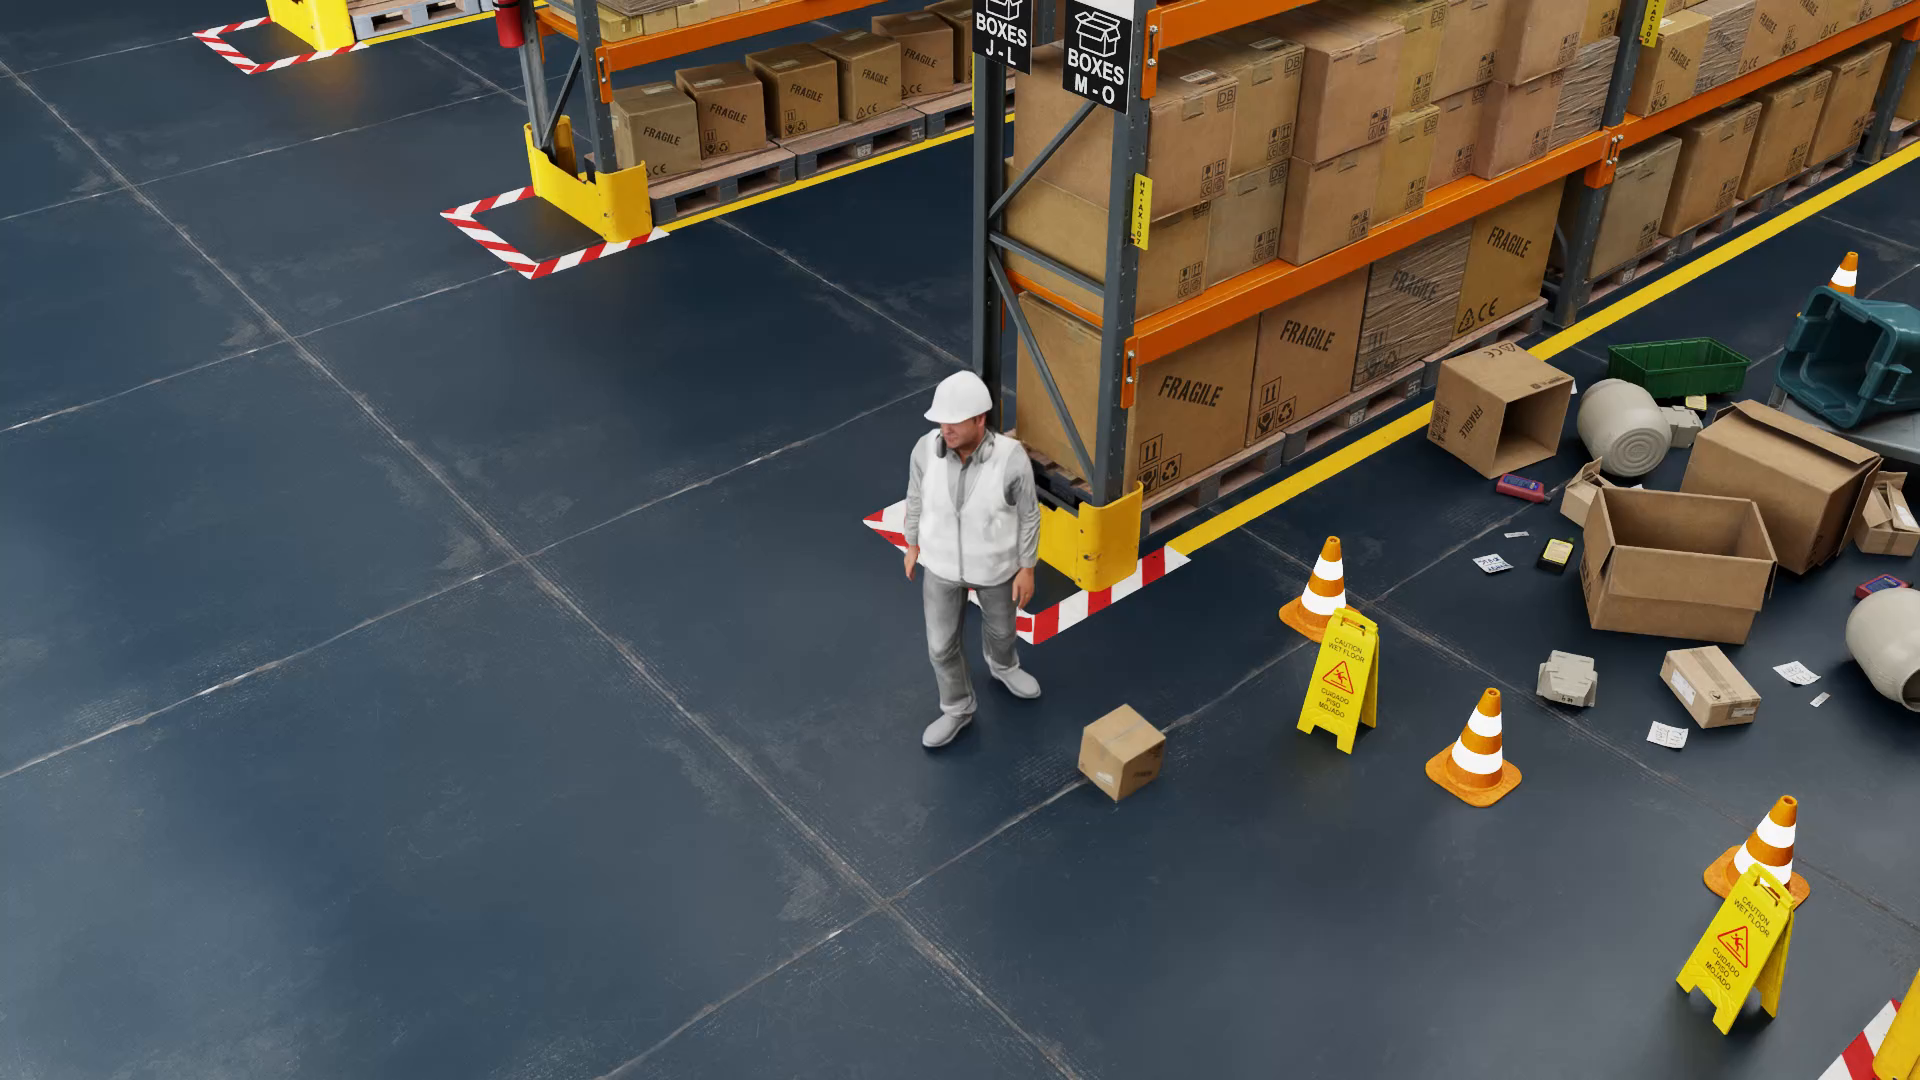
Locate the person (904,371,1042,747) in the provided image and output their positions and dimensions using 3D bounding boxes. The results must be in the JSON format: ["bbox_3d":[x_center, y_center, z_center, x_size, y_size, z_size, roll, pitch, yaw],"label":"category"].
[{"bbox_3d":[0.051,0.052,6.989,0.592,1.764,0.608,8,36,11],"label":"person"}]
